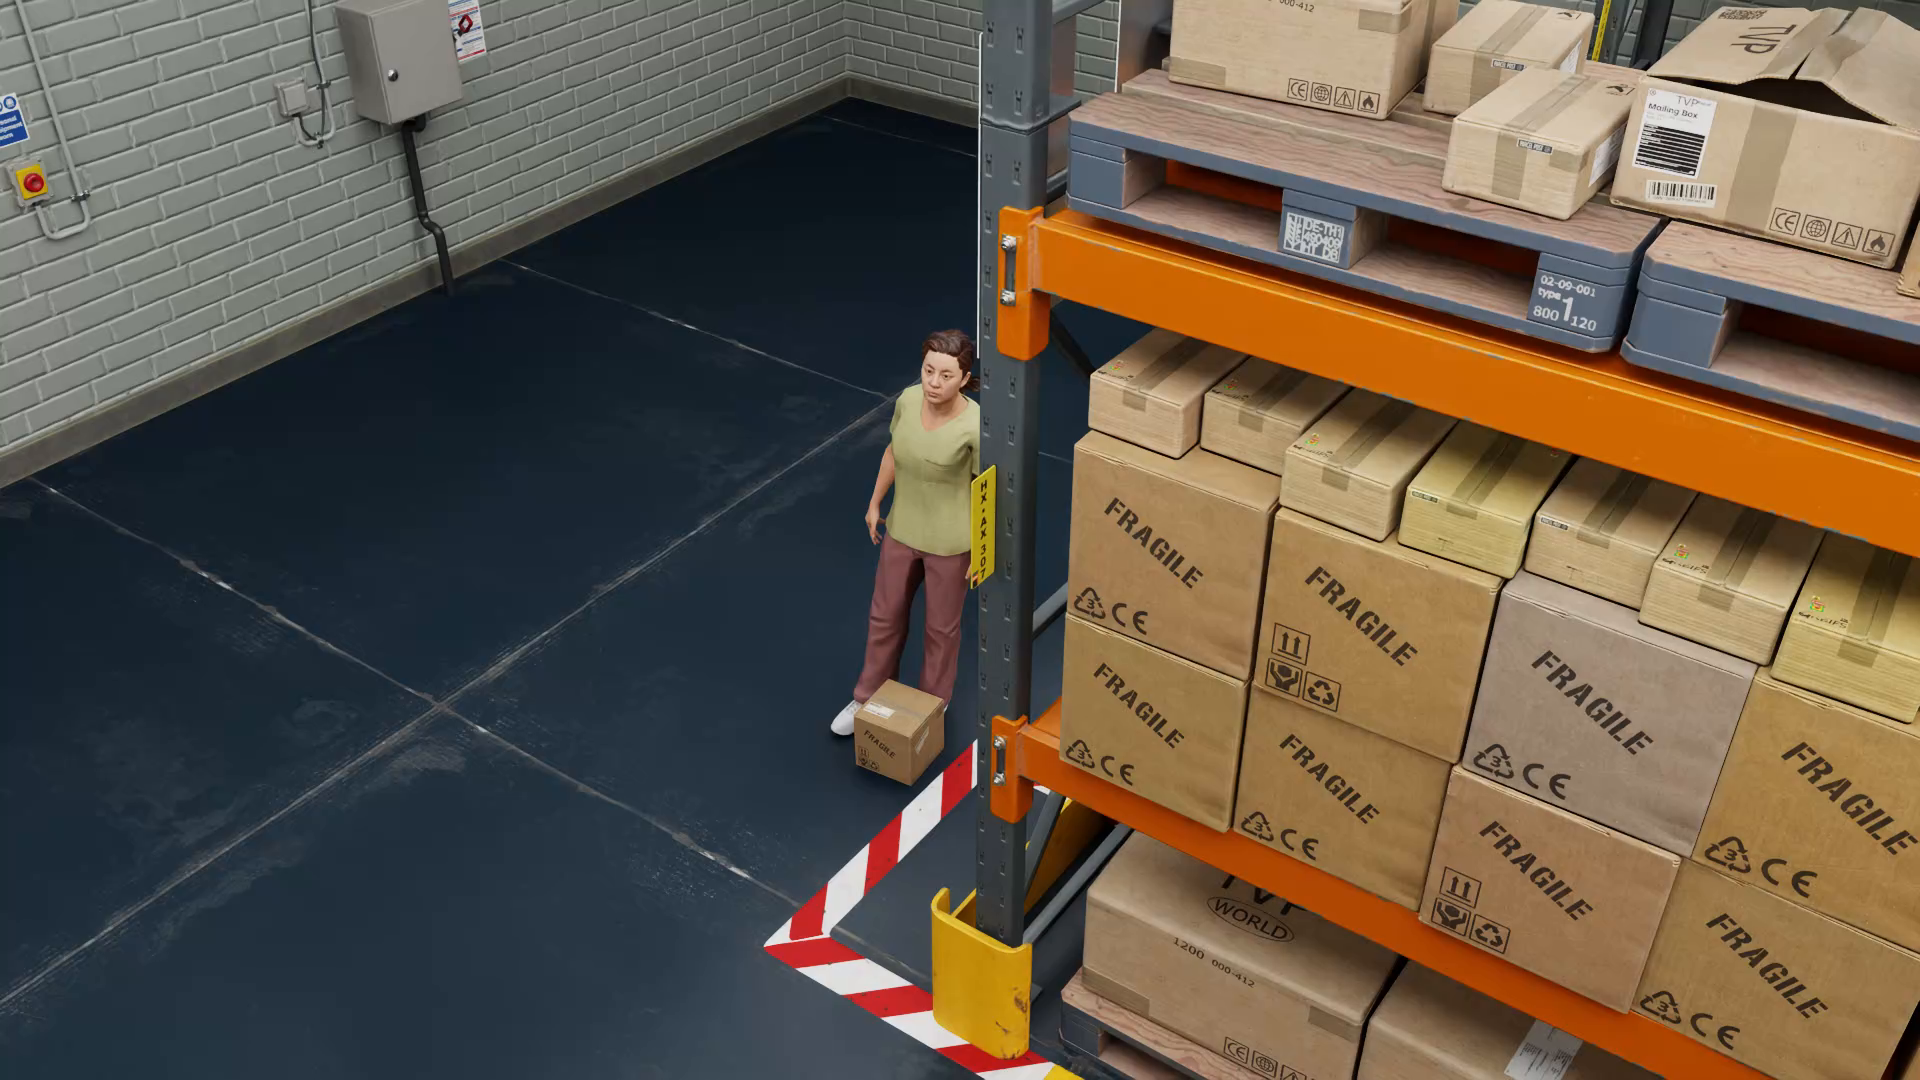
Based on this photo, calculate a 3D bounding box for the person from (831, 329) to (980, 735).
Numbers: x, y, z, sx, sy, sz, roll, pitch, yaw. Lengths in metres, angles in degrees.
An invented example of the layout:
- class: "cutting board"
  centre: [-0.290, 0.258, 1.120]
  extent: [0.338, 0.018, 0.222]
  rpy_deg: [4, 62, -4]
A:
- class: "person"
  centre: [-0.145, 0.024, 6.095]
  extent: [0.554, 1.676, 0.549]
  rpy_deg: [20, 39, 26]
